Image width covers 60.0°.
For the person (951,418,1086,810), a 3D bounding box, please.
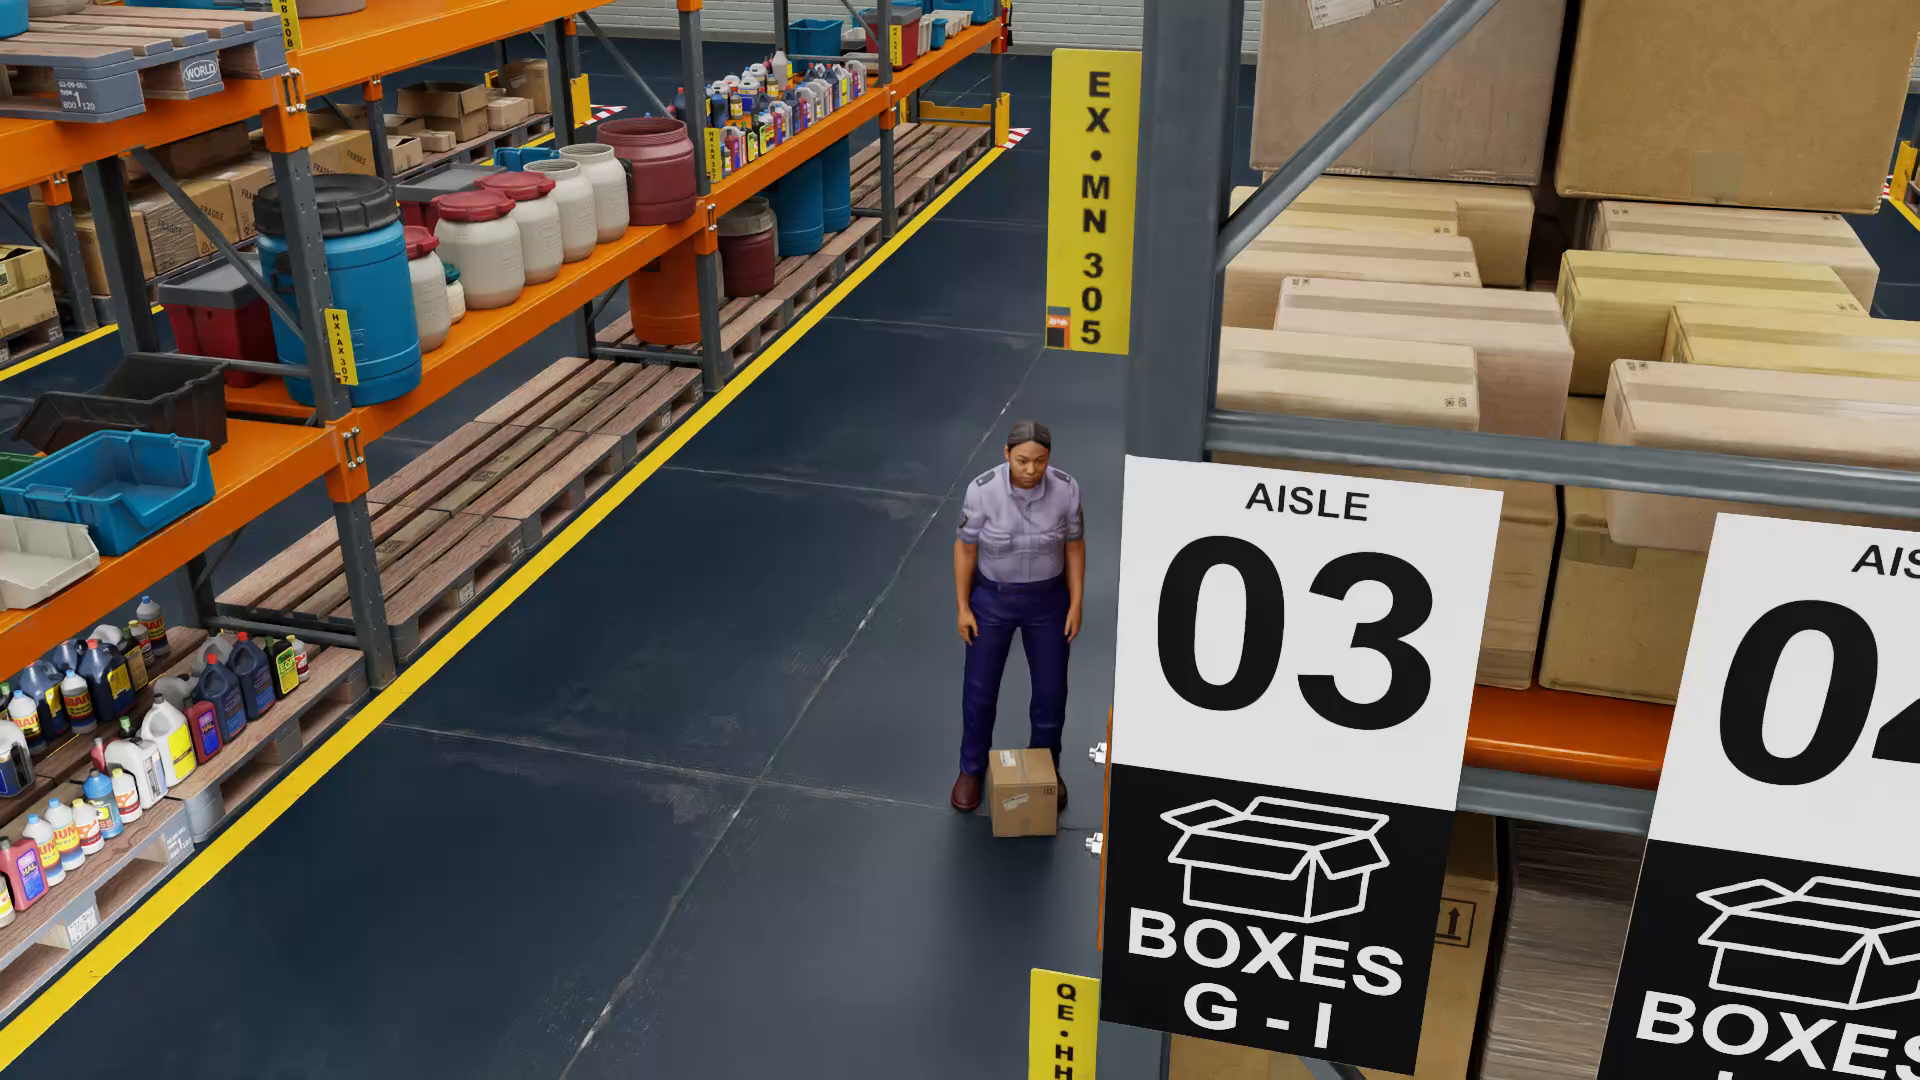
[{"bbox_3d":[0.225,0.274,6.543,0.539,1.652,0.372,-2,26,-3],"label":"person"}]
